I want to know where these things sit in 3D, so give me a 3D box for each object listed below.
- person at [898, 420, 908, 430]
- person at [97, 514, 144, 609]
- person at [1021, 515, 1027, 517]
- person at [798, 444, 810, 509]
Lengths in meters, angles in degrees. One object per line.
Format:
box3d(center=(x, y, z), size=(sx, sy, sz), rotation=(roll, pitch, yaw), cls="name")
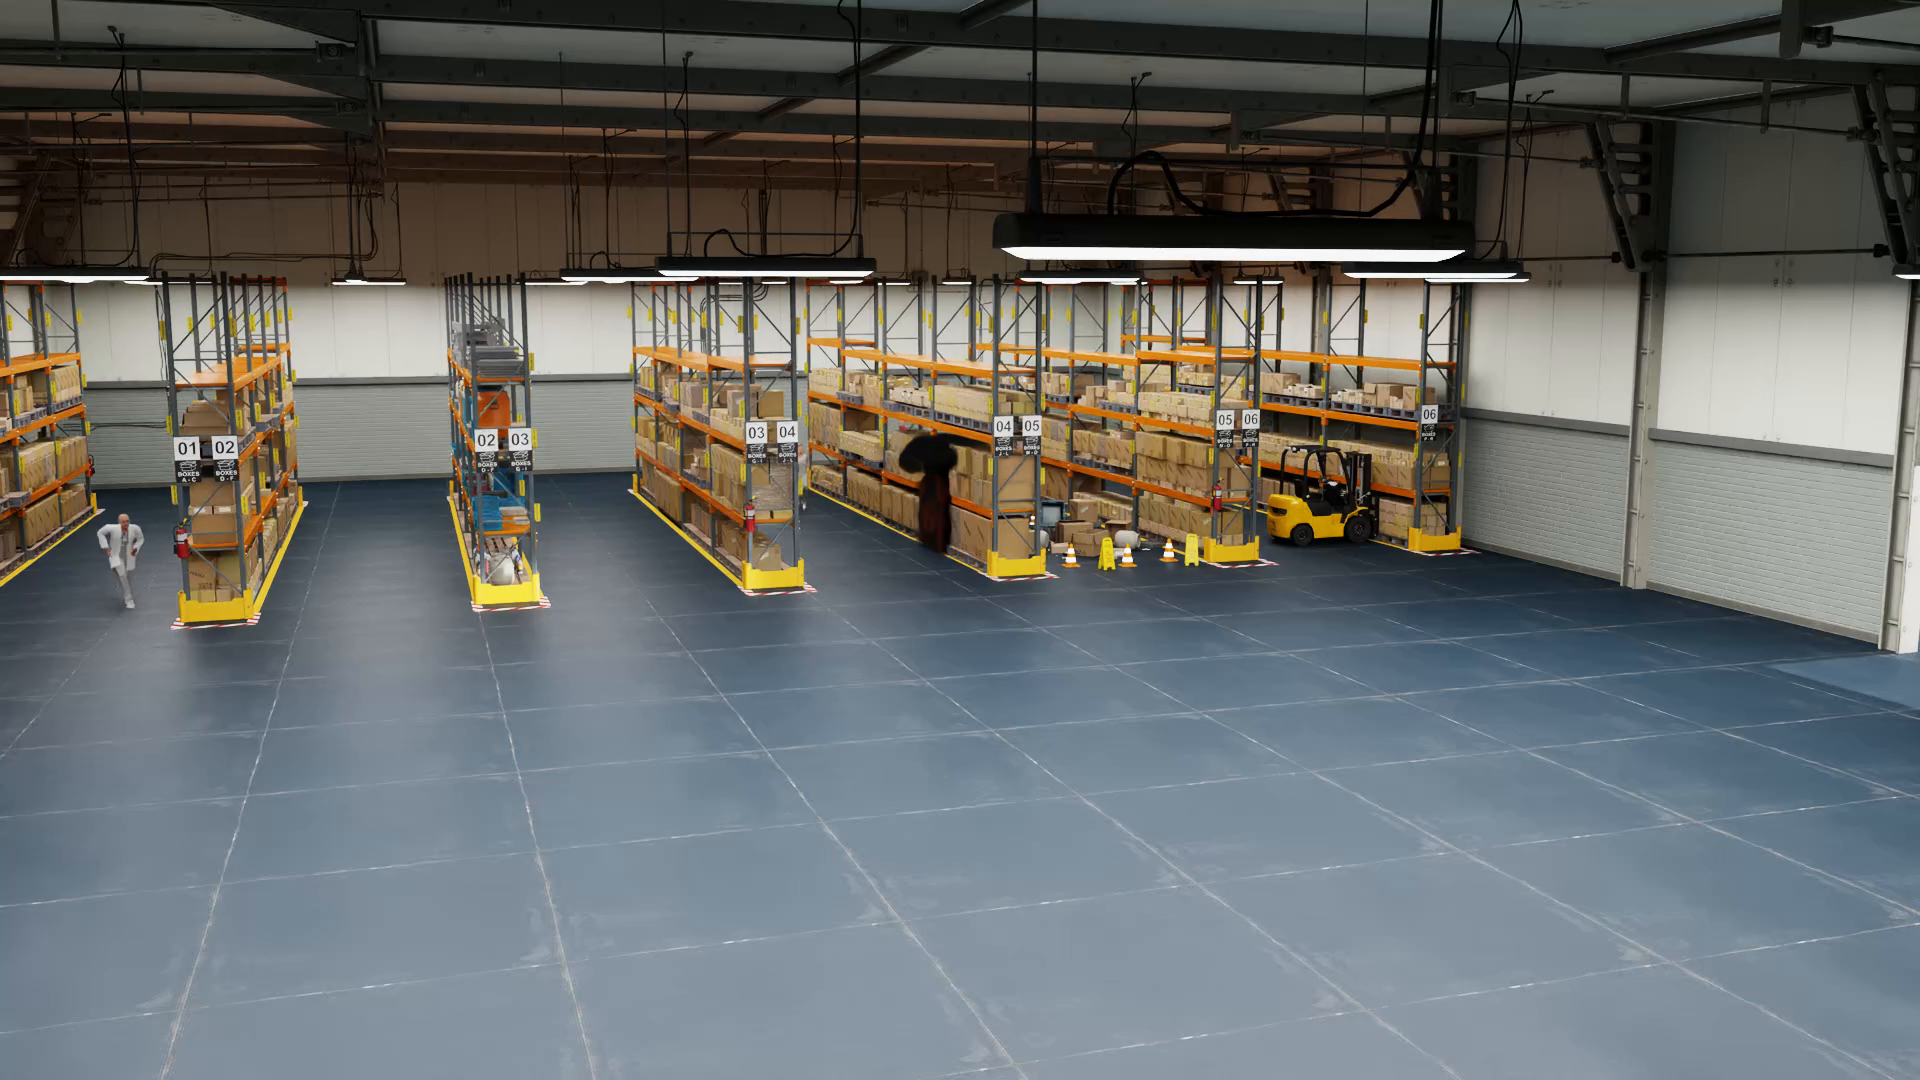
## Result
box3d(center=(-1.754, -2.862, 51.469), size=(0.838, 1.752, 0.580), rotation=(-7, 11, -40), cls="person")
box3d(center=(-15.255, 0.406, 30.281), size=(0.754, 1.632, 1.094), rotation=(-5, 10, -32), cls="person")
box3d(center=(1.531, -1.355, 41.665), size=(0.676, 1.643, 0.530), rotation=(-7, 11, -39), cls="person")
box3d(center=(-4.179, -1.672, 43.613), size=(0.524, 1.713, 0.819), rotation=(-2, 9, -12), cls="person")
